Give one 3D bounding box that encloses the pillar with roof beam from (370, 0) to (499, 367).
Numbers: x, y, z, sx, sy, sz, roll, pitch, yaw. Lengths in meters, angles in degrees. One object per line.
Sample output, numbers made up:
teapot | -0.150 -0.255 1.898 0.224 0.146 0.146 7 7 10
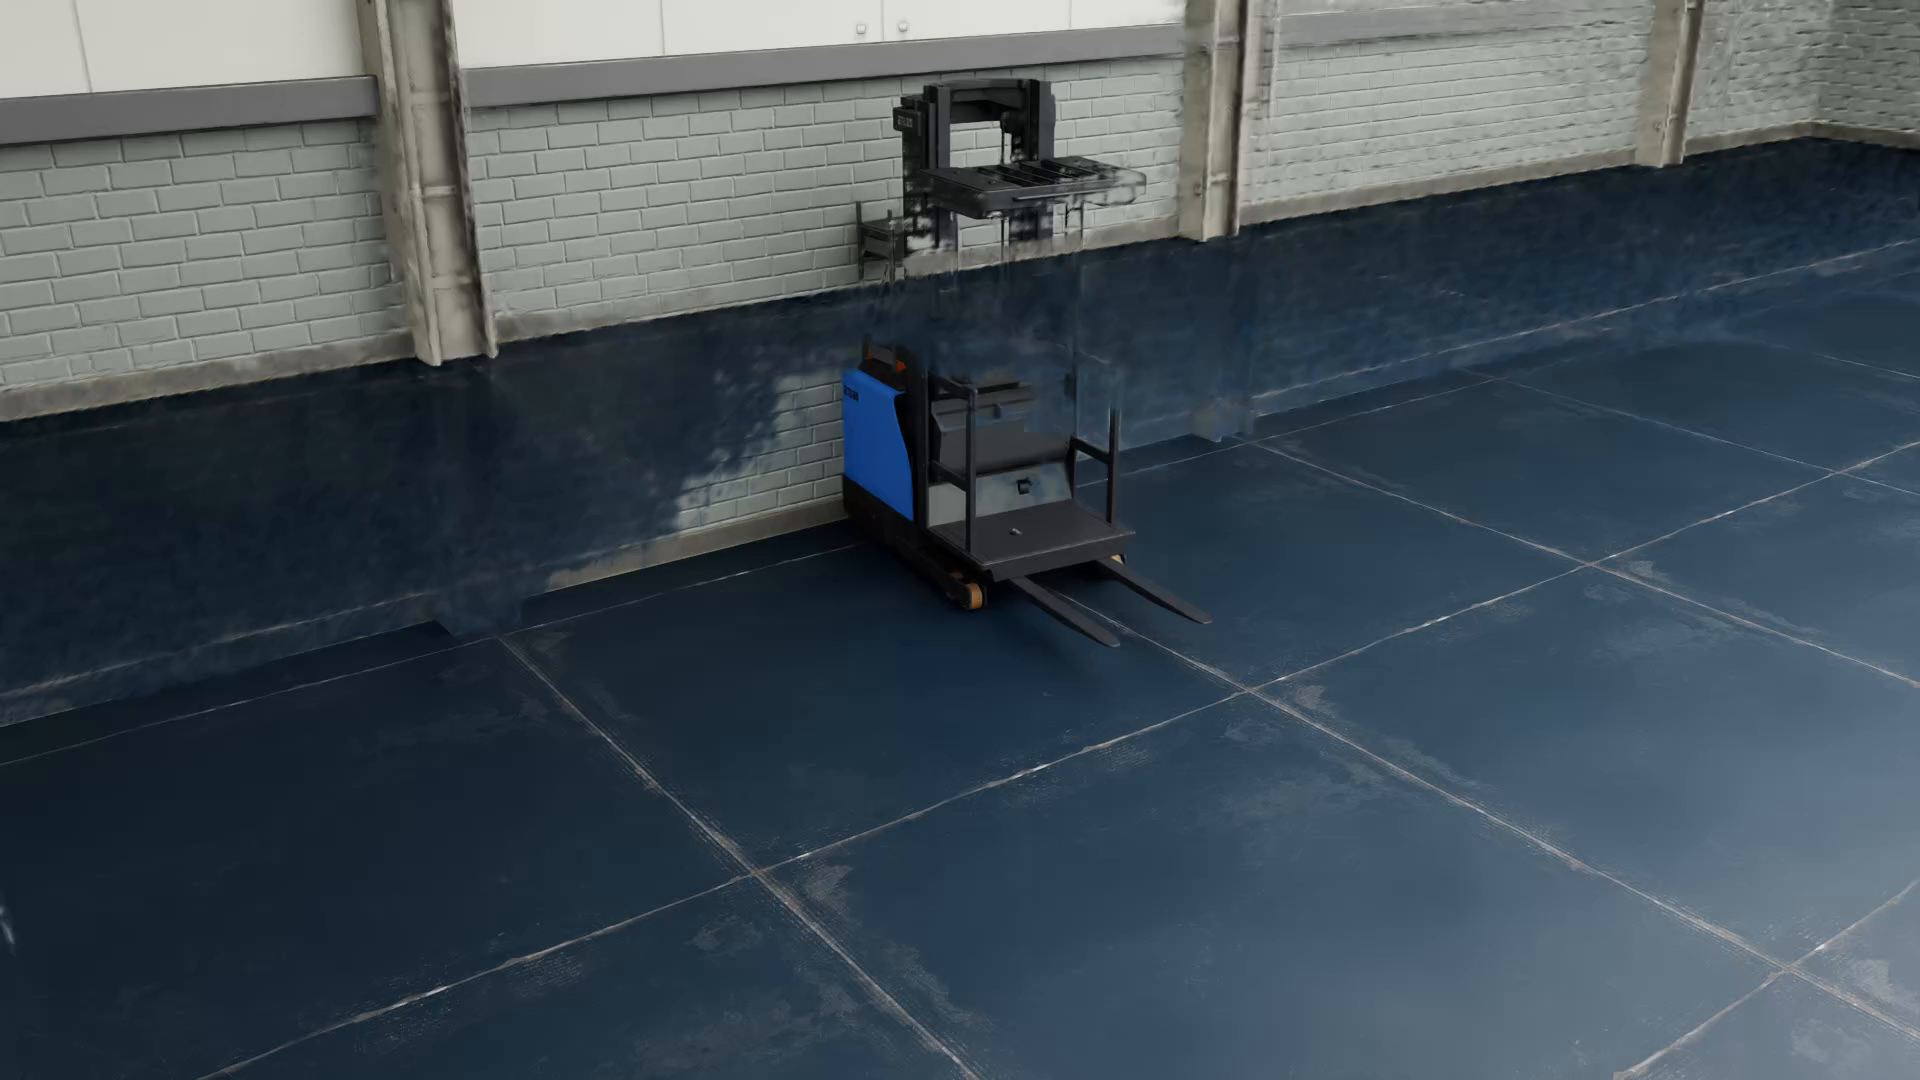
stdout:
pillar with roof beam | 9.423 -5.024 11.345 0.400 9.000 9.100 -15 26 -33
